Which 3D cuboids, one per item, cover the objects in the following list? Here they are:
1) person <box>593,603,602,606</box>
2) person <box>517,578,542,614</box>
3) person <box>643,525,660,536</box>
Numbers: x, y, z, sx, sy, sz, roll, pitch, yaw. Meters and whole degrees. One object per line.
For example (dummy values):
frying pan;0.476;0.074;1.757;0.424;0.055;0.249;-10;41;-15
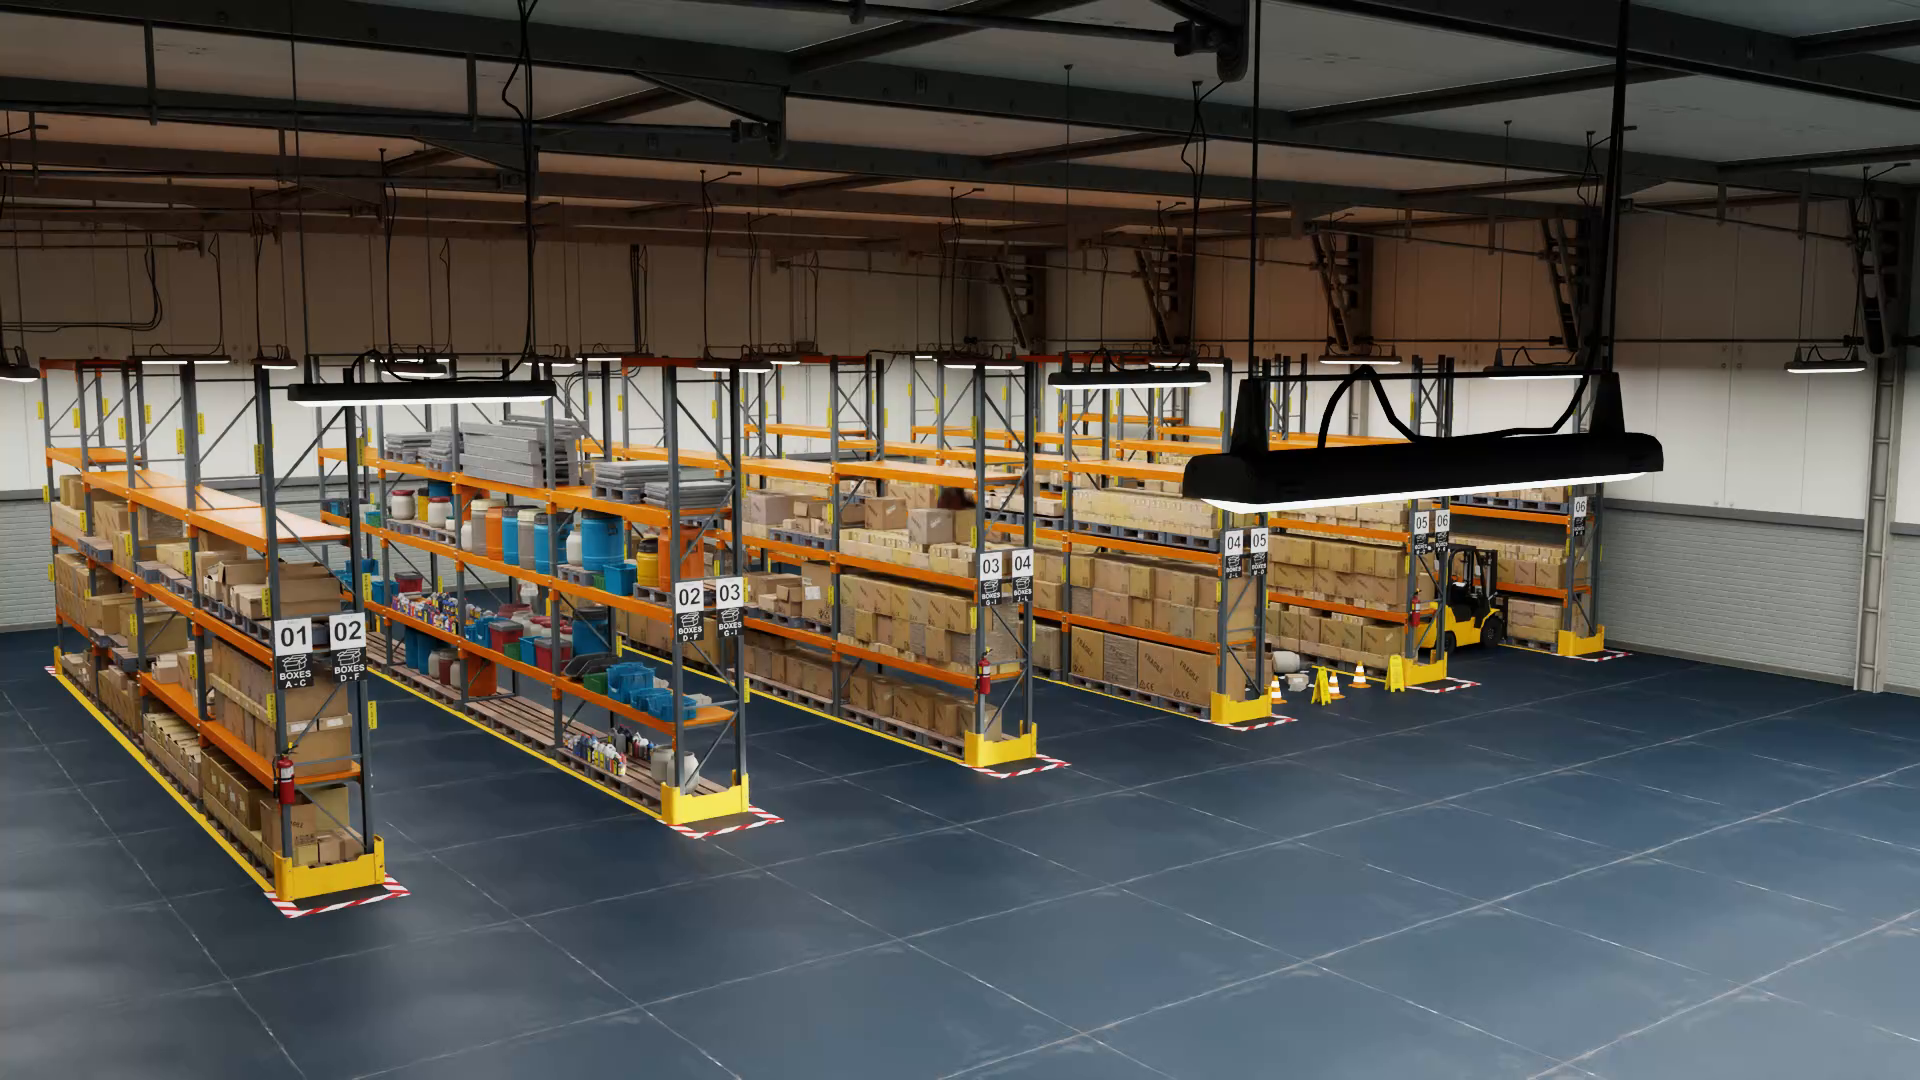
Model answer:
person;-6.379;1.954;29.507;0.561;1.672;1.033;-7;10;-44
person;-9.308;1.195;35.879;0.519;1.650;0.816;-4;8;-33
person;-7.830;0.339;42.564;0.590;1.761;0.793;5;8;35
